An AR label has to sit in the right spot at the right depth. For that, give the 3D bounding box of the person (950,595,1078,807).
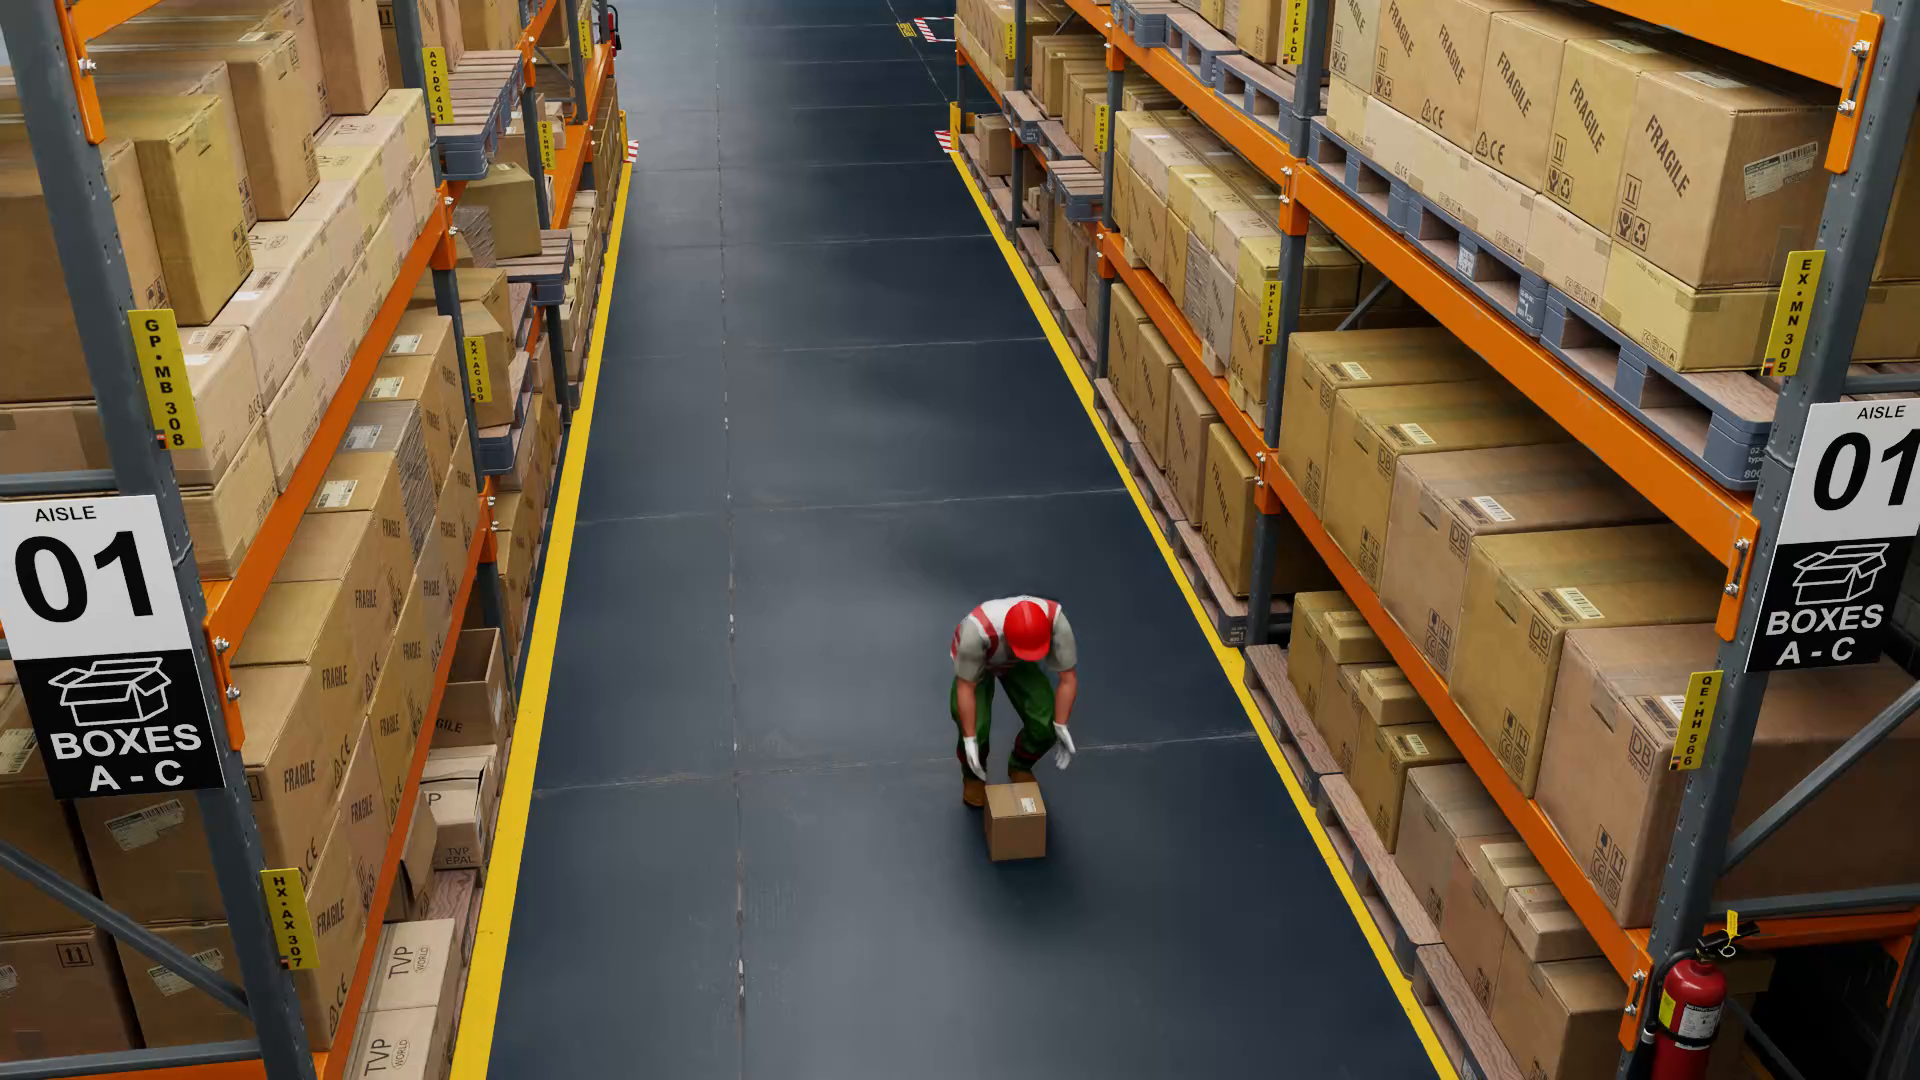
[{"bbox_3d":[0.244,0.697,7.837,0.582,1.230,0.837,-4,27,-7],"label":"person"}]
